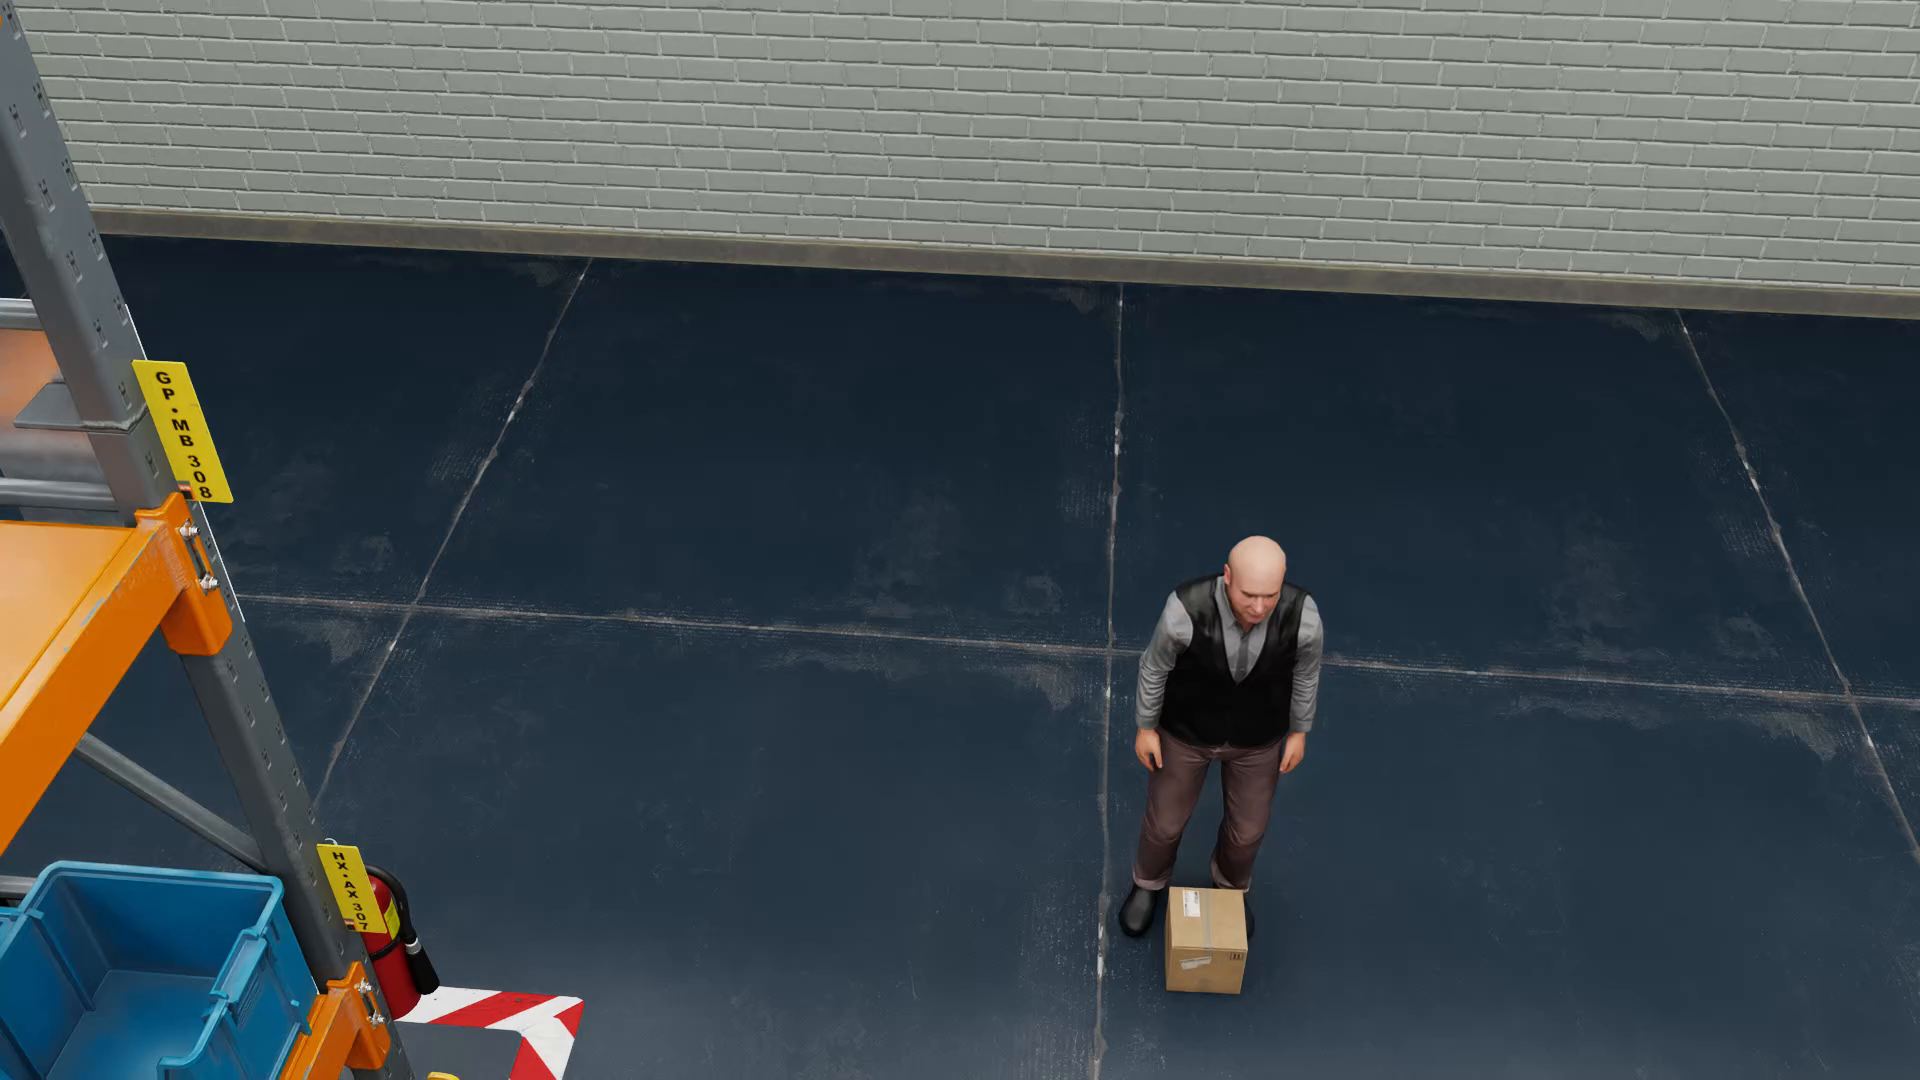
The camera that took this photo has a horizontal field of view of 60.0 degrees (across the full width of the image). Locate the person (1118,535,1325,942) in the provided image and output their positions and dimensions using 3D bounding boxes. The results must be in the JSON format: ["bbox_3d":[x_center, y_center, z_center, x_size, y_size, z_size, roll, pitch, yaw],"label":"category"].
[{"bbox_3d":[0.856,0.623,5.428,0.583,1.719,0.426,1,40,1],"label":"person"}]
